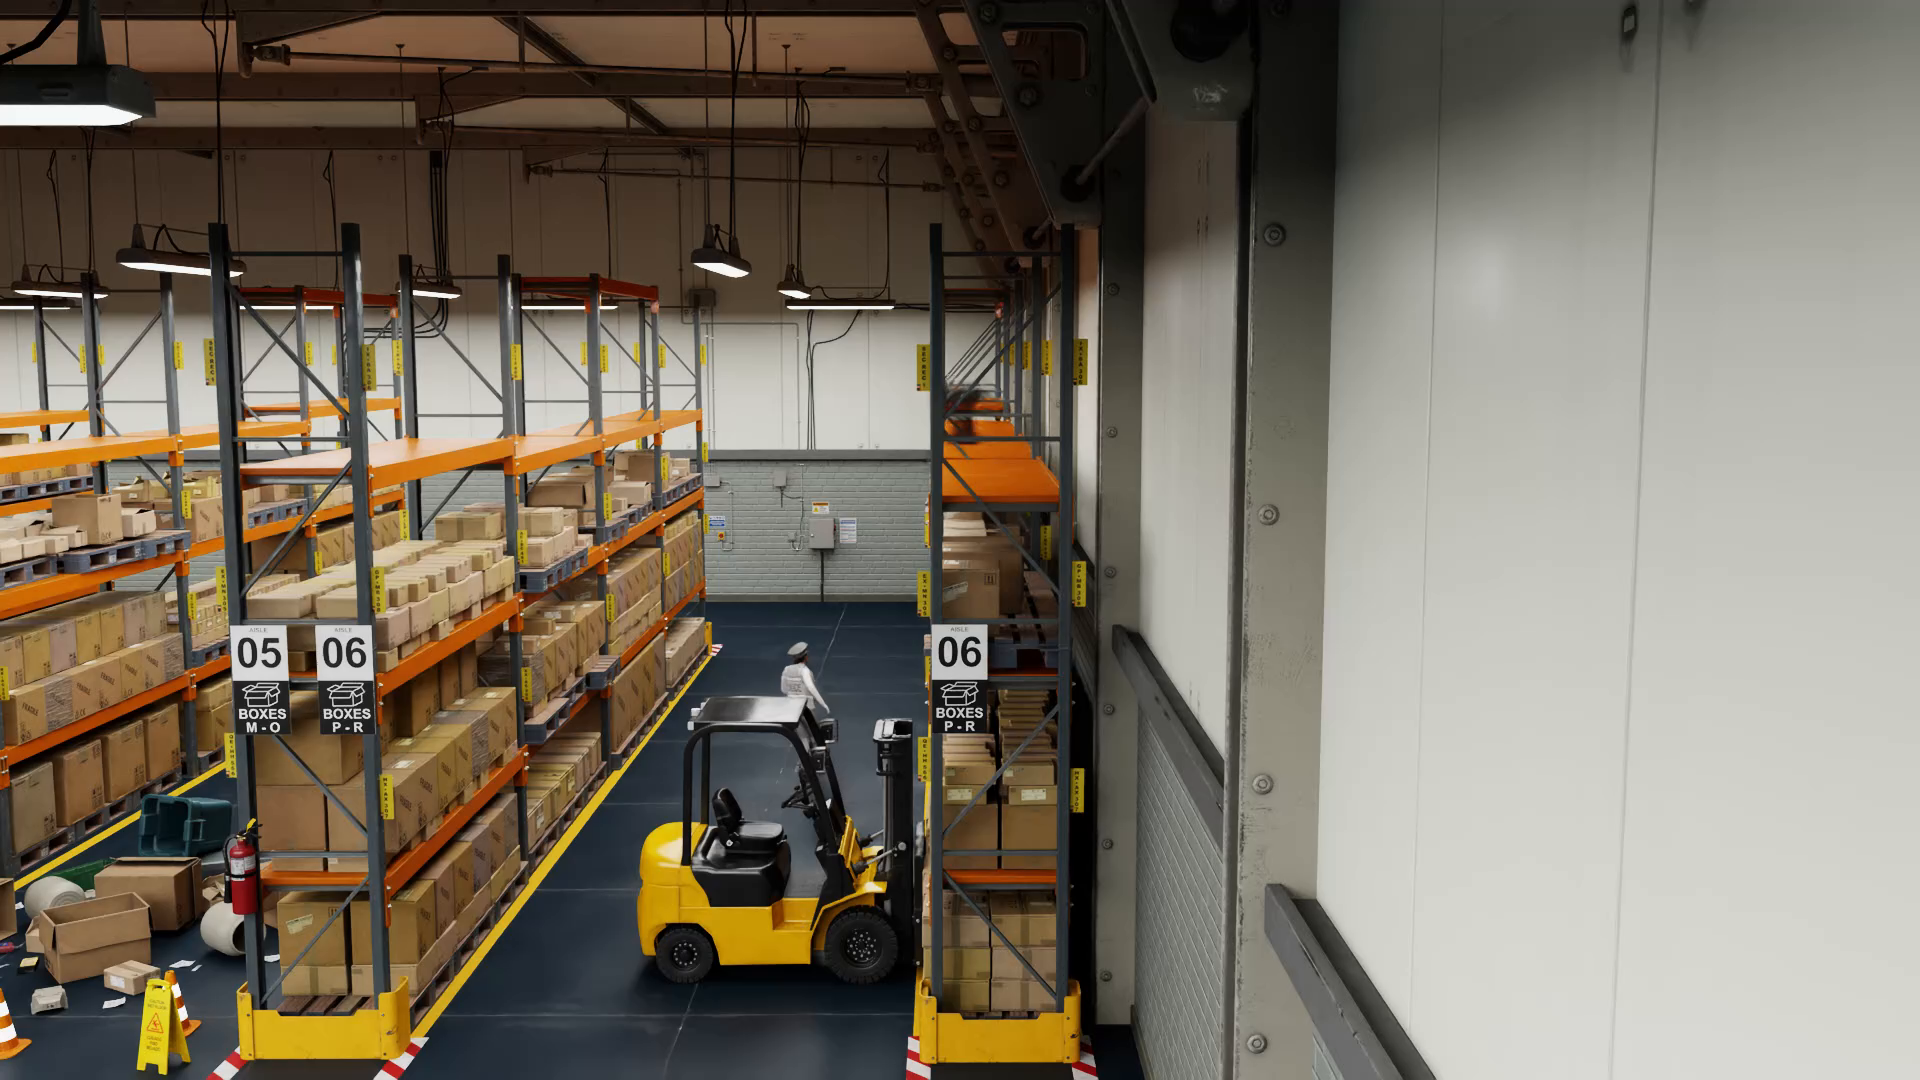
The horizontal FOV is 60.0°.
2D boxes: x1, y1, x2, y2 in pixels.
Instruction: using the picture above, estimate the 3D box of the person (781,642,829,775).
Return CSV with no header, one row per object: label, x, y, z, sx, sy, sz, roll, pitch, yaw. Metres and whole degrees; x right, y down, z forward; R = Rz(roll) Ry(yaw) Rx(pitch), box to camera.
person,-1.907,2.066,19.996,0.713,1.630,0.596,3,7,24
